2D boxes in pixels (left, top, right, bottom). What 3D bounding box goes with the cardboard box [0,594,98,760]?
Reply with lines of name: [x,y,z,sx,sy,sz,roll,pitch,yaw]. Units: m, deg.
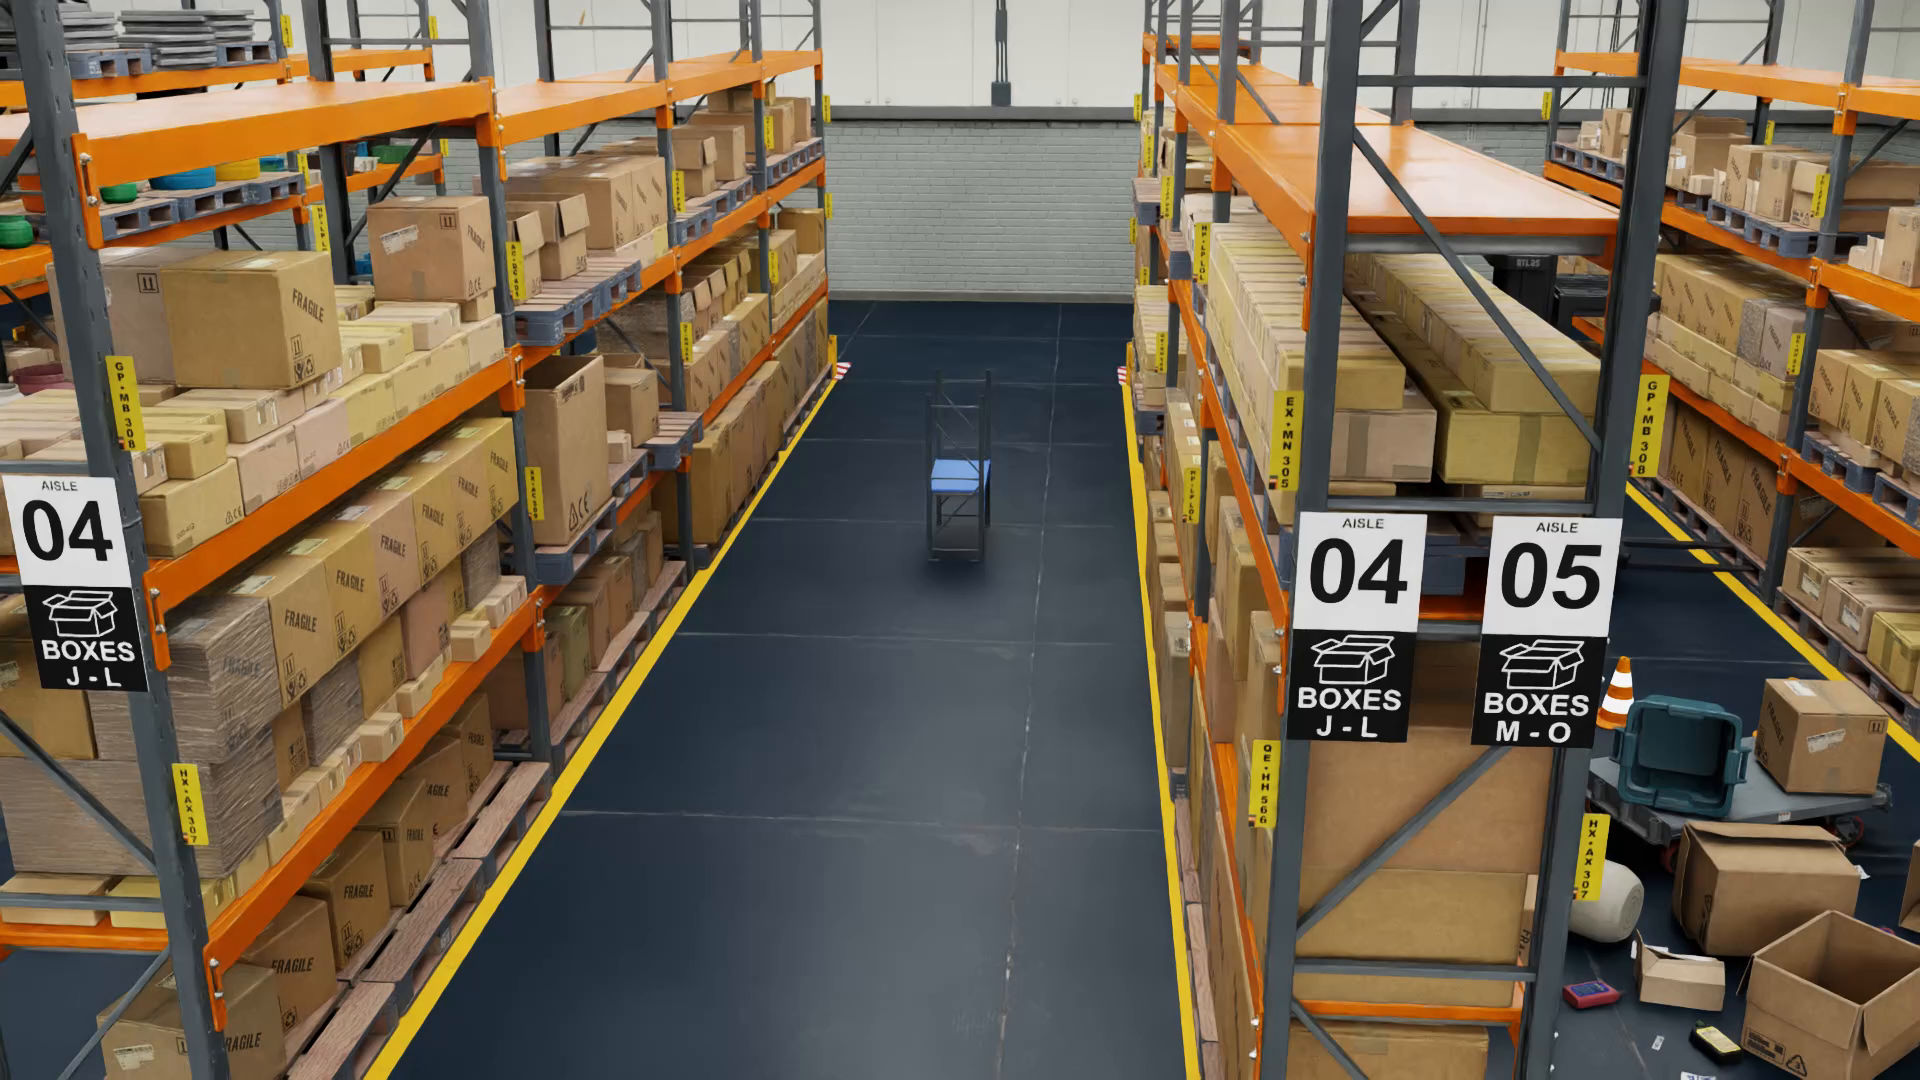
cardboard box: [-3.568,0.528,6.578,0.500,0.500,0.500,1,18,4]

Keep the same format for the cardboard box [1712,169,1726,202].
cardboard box: [6.904,-3.139,14.737,0.396,0.266,0.258,3,18,8]

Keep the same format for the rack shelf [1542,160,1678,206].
rack shelf: [7.528,-3.842,18.497,1.077,0.370,4.000,1,18,4]

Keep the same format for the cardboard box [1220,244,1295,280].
cardboard box: [1.447,-1.322,7.937,0.380,0.149,0.250,1,18,3]

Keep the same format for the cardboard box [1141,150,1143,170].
cardboard box: [2.397,-4.516,19.638,0.500,0.250,0.500,2,18,6]

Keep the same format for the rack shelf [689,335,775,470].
rack shelf: [-2.644,-1.396,15.847,1.077,0.370,4.000,1,18,4]

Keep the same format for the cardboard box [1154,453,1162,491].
cardboard box: [1.940,-0.561,14.279,0.500,0.250,0.500,1,18,3]

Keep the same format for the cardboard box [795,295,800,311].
cardboard box: [-2.055,-2.726,19.157,0.380,0.149,0.250,1,18,5]

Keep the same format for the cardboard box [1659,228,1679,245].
cardboard box: [7.216,-3.151,17.240,0.380,0.149,0.250,2,18,5]

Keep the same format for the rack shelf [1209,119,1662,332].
rack shelf: [1.723,-1.430,6.959,1.077,0.370,4.000,1,18,4]

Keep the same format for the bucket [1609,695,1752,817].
bucket: [4.156,1.195,9.602,0.726,0.611,0.620,8,10,23]

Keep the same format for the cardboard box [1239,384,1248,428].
cardboard box: [1.357,-0.548,6.857,0.380,0.149,0.250,1,18,4]

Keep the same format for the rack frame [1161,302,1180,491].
rack frame: [2.153,-0.974,13.406,1.000,3.000,0.127,1,18,4]

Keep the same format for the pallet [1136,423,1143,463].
pallet: [2.452,-1.101,18.271,1.003,0.211,1.213,1,18,4]

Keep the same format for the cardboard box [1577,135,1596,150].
cardboard box: [7.364,-4.600,19.223,0.380,0.149,0.250,2,18,6]

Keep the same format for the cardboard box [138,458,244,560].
cardboard box: [-3.068,-0.130,6.252,0.500,0.250,0.500,2,18,6]

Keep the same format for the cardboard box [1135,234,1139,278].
cardboard box: [2.419,-3.515,20.520,0.500,0.500,0.500,2,18,7]

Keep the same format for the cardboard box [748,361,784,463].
cardboard box: [-2.526,-1.349,17.289,1.225,0.875,0.875,1,18,4]

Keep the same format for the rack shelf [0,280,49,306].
rack shelf: [-12.238,-2.860,20.317,1.077,0.370,4.000,1,18,4]

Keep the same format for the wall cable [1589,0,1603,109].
wall cable: [8.548,-7.986,25.170,2.355,3.000,0.029,1,18,4]

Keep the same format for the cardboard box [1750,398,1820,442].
cardboard box: [6.875,-0.987,13.685,0.500,0.250,0.500,1,18,2]

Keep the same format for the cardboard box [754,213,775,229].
cardboard box: [-2.553,-3.729,20.372,0.500,0.500,0.500,1,18,3]

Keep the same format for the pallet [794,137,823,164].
pallet: [-2.256,-4.754,20.265,1.003,0.211,1.213,1,18,4]

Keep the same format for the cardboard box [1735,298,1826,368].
cardboard box: [6.902,-1.744,13.988,0.500,0.500,0.500,2,18,5]

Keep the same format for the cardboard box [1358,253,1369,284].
cardboard box: [2.103,-1.309,7.899,0.380,0.149,0.250,2,18,5]

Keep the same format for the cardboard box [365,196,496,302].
cardboard box: [-2.852,-1.580,8.998,0.500,0.500,0.500,1,18,2]

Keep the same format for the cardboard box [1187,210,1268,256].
cardboard box: [1.809,-2.069,11.239,0.500,0.311,0.500,1,18,3]

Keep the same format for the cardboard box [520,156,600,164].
cardboard box: [-3.077,-2.687,12.851,0.500,0.500,0.500,1,18,4]

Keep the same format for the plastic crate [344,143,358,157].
plastic crate: [-7.537,-4.639,19.873,0.504,0.338,0.767,1,18,4]

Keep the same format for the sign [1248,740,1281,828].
sign: [1.039,0.831,5.656,0.100,0.325,0.005,1,18,4]

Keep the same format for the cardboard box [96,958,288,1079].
cardboard box: [-3.299,2.163,7.172,0.500,0.500,0.500,5,19,14]

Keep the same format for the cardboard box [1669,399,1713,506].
cardboard box: [7.363,-0.852,15.772,0.875,0.875,0.875,2,18,6]

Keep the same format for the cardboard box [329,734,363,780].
cardboard box: [-3.019,1.016,7.735,0.380,0.149,0.250,1,18,4]

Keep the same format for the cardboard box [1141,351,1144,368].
cardboard box: [1.786,-1.602,14.573,0.380,0.149,0.250,1,18,4]

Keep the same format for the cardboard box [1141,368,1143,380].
cardboard box: [1.789,-1.452,14.594,0.380,0.149,0.250,1,18,3]

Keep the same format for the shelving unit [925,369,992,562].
shelving unit: [-0.006,-0.686,14.936,0.538,1.500,1.048,1,18,4]

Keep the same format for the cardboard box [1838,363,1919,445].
cardboard box: [6.804,-0.987,12.132,0.500,0.500,0.500,2,18,7]

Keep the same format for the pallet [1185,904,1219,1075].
pallet: [1.649,2.208,8.174,1.003,0.211,1.213,1,18,4]

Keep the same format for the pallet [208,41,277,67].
pallet: [-7.469,-4.783,16.340,1.003,0.211,1.213,1,18,4]

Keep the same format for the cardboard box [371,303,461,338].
cardboard box: [-2.851,-1.150,8.724,0.380,0.149,0.250,0,18,1]

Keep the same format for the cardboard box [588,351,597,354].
cardboard box: [-2.999,-1.323,14.309,0.500,0.500,0.500,2,18,6]

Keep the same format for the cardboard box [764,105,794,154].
cardboard box: [-2.282,-4.649,18.809,0.700,0.500,0.500,2,18,6]

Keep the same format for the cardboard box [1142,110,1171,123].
cardboard box: [2.348,-4.983,19.621,0.380,0.149,0.250,1,18,4]

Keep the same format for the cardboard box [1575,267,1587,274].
cardboard box: [7.268,-2.813,18.858,0.500,0.500,0.500,2,18,6]

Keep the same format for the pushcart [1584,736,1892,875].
pushcart: [4.533,1.558,9.890,1.648,0.377,0.936,-5,19,-15]

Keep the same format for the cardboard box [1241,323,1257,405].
cardboard box: [1.409,-0.702,6.685,0.500,0.250,0.500,1,18,4]

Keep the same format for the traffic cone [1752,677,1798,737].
traffic cone: [5.503,1.136,11.039,0.336,0.463,0.334,1,18,4]

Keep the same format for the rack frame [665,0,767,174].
rack frame: [-2.500,-5.210,16.697,1.000,3.000,0.127,1,18,4]

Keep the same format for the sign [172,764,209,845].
sign: [-2.819,0.969,6.085,0.100,0.325,0.005,1,18,4]

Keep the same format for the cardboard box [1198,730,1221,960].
cardboard box: [1.690,1.552,8.434,0.875,0.875,0.875,1,18,4]

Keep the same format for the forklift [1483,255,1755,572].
forklift: [5.155,-1.116,13.948,3.031,2.935,1.130,3,18,9]

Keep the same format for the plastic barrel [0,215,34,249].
plastic barrel: [-7.694,-2.501,13.497,0.294,0.245,0.294,0,18,0]

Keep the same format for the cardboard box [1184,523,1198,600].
cardboard box: [1.637,0.052,10.112,0.500,0.500,0.500,1,18,4]

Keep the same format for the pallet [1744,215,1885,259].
pallet: [7.091,-2.432,13.341,1.213,0.211,1.003,2,18,6]

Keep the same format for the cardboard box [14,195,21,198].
cardboard box: [-11.852,-4.202,21.489,0.500,0.500,0.500,1,18,3]

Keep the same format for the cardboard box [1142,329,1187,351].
cardboard box: [1.785,-1.742,14.522,0.380,0.149,0.250,2,18,6]

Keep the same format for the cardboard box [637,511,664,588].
cardboard box: [-2.815,0.071,13.524,0.700,0.500,0.500,0,18,1]
